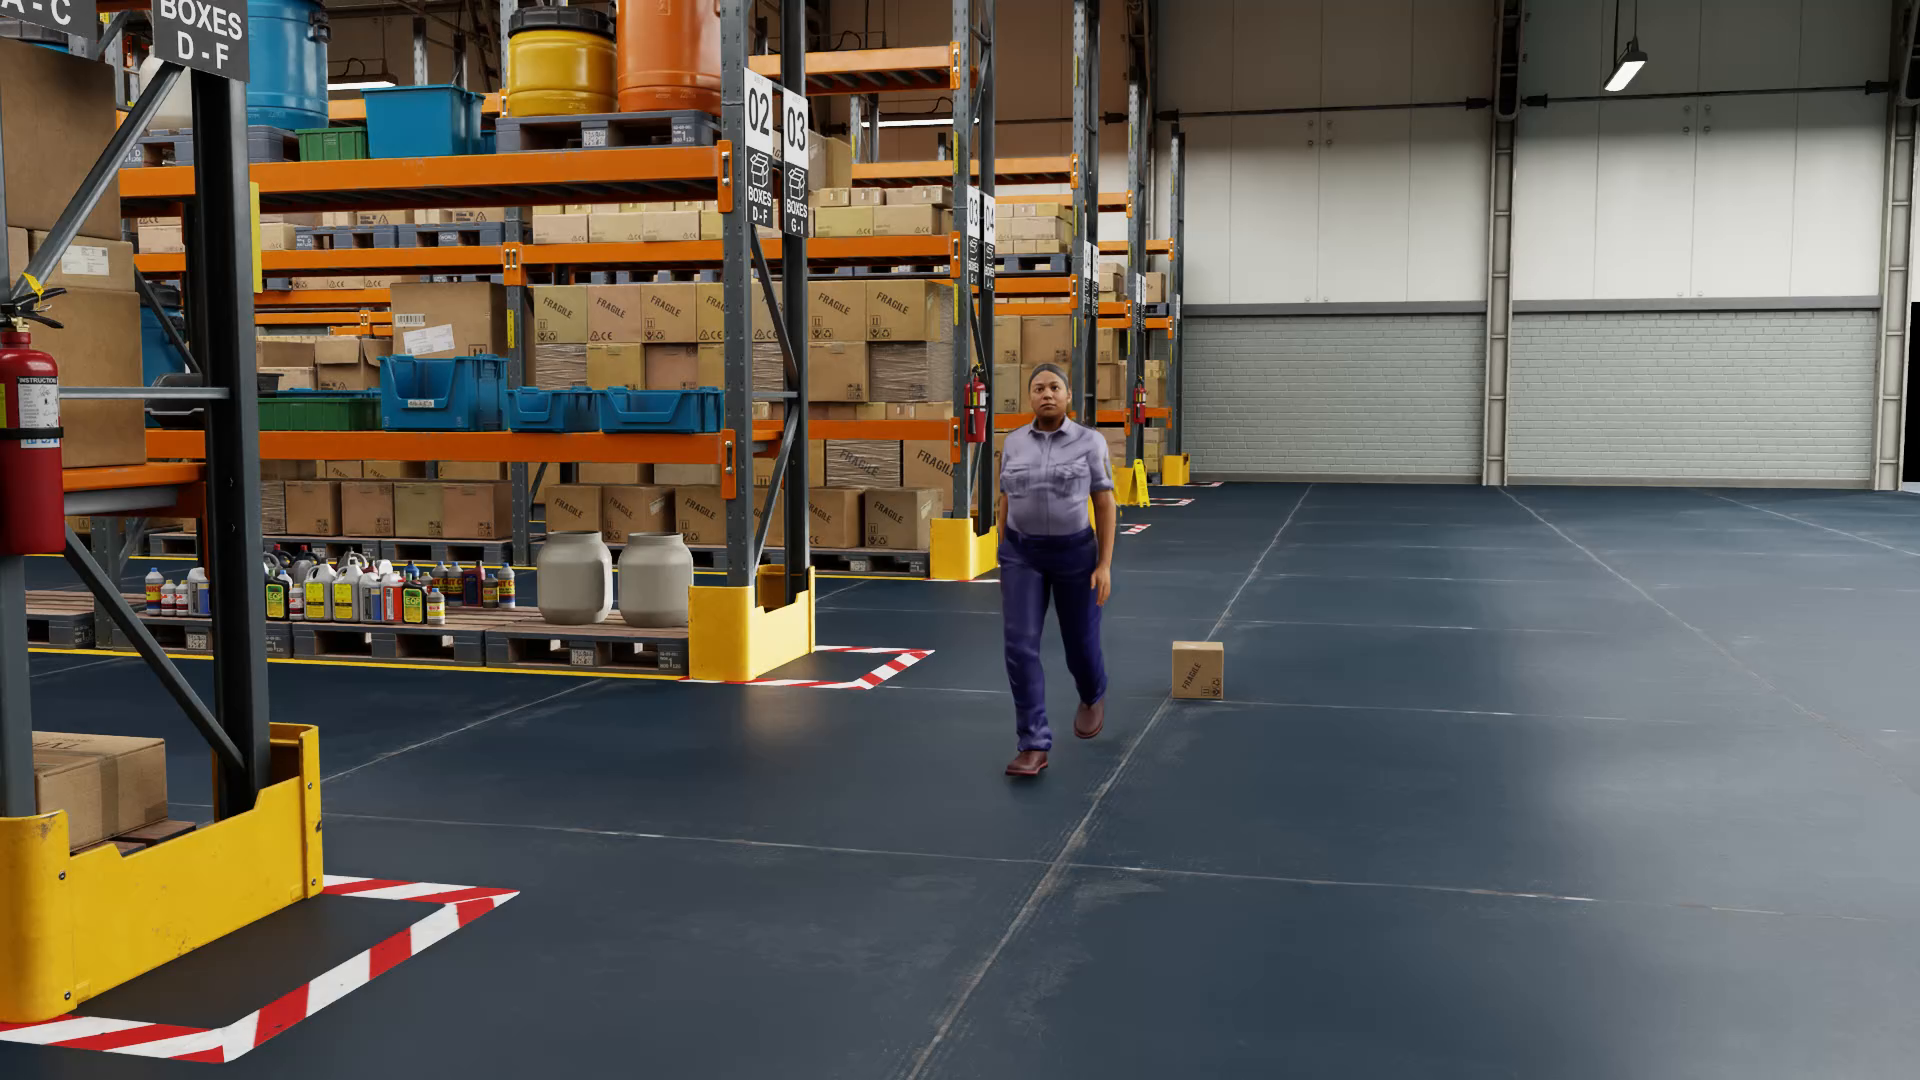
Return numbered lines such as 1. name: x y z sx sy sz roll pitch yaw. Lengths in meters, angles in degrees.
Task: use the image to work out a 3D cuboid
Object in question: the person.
1. person: 0.392 0.092 6.718 0.492 1.605 0.837 1 5 15
